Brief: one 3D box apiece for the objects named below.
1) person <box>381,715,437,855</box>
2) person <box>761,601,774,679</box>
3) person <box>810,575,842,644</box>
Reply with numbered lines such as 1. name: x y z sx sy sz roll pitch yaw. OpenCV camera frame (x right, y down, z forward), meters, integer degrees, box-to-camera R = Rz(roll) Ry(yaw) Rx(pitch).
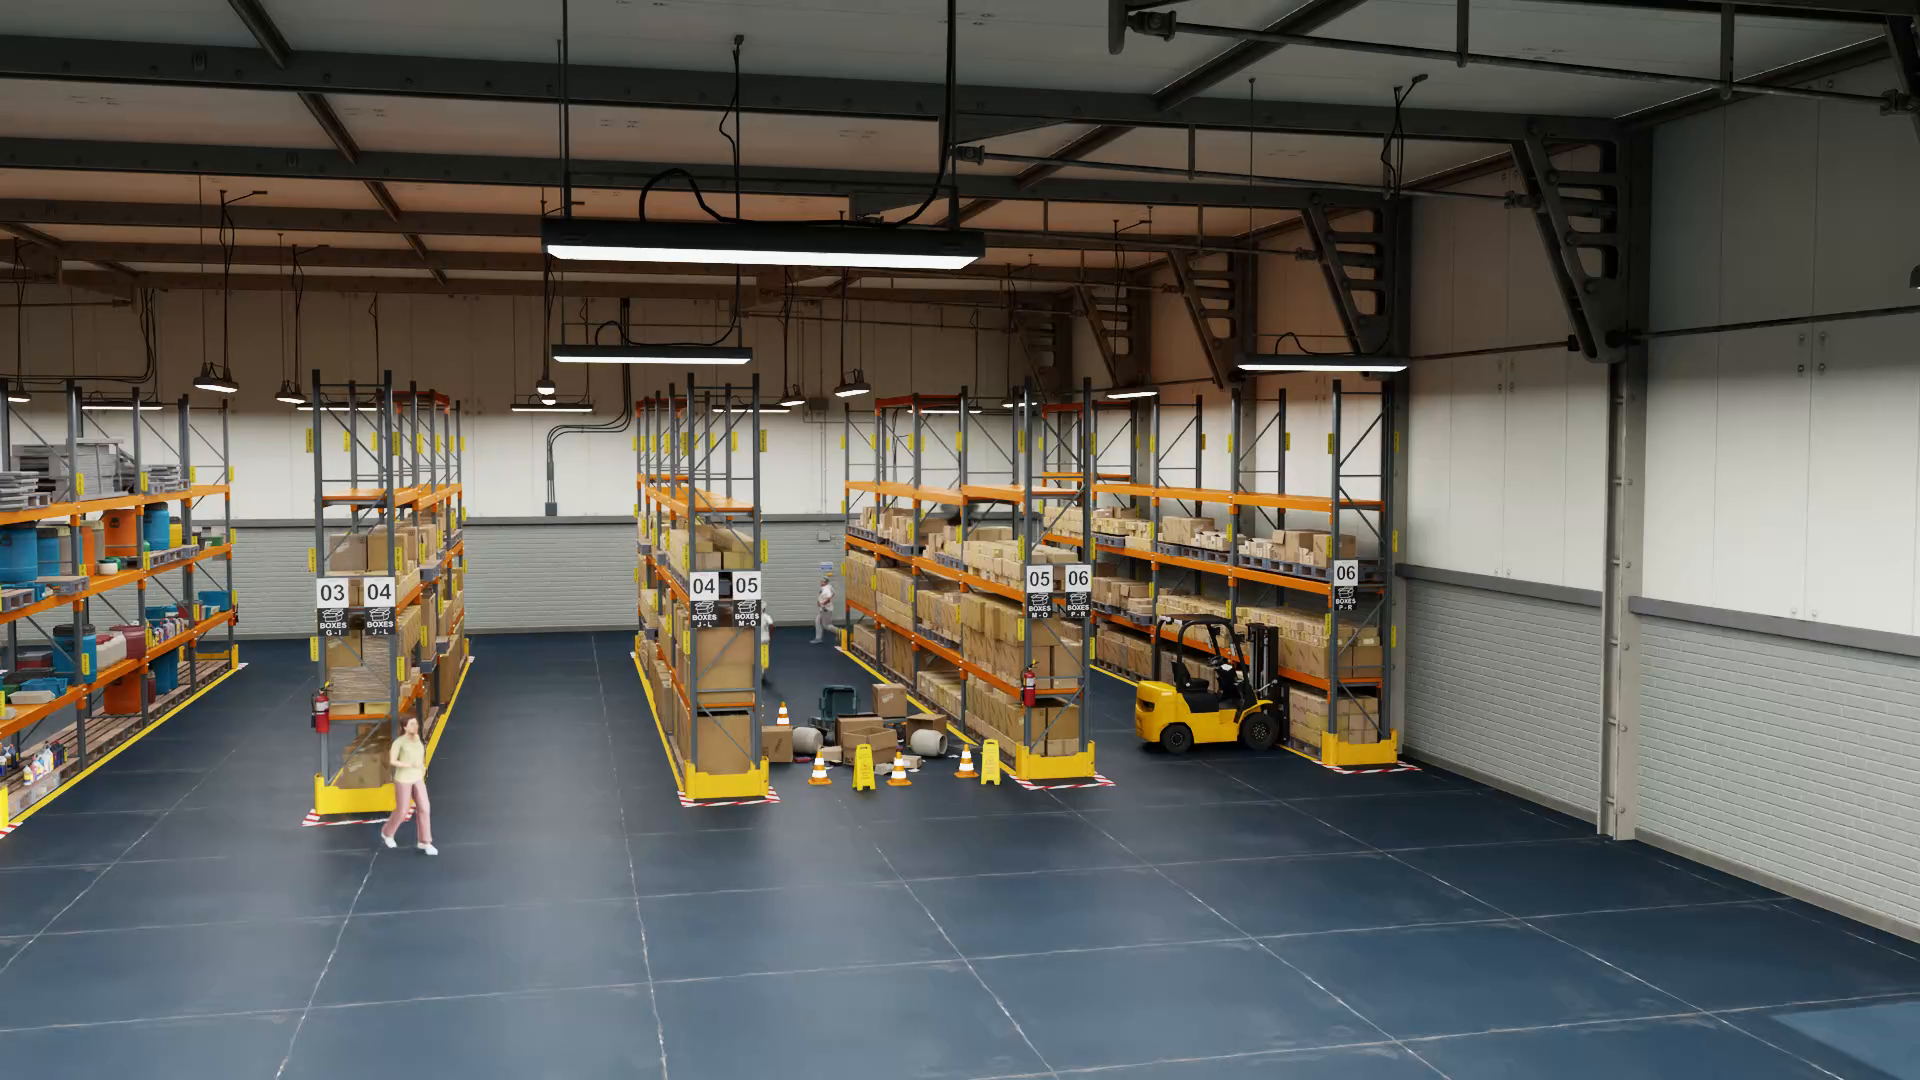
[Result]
1. person: -6.771 2.983 20.402 0.838 1.704 0.592 2 4 30
2. person: -4.202 2.151 34.964 0.543 1.715 1.045 -1 3 -15
3. person: -3.320 1.743 41.555 0.887 1.741 0.706 0 3 -6
